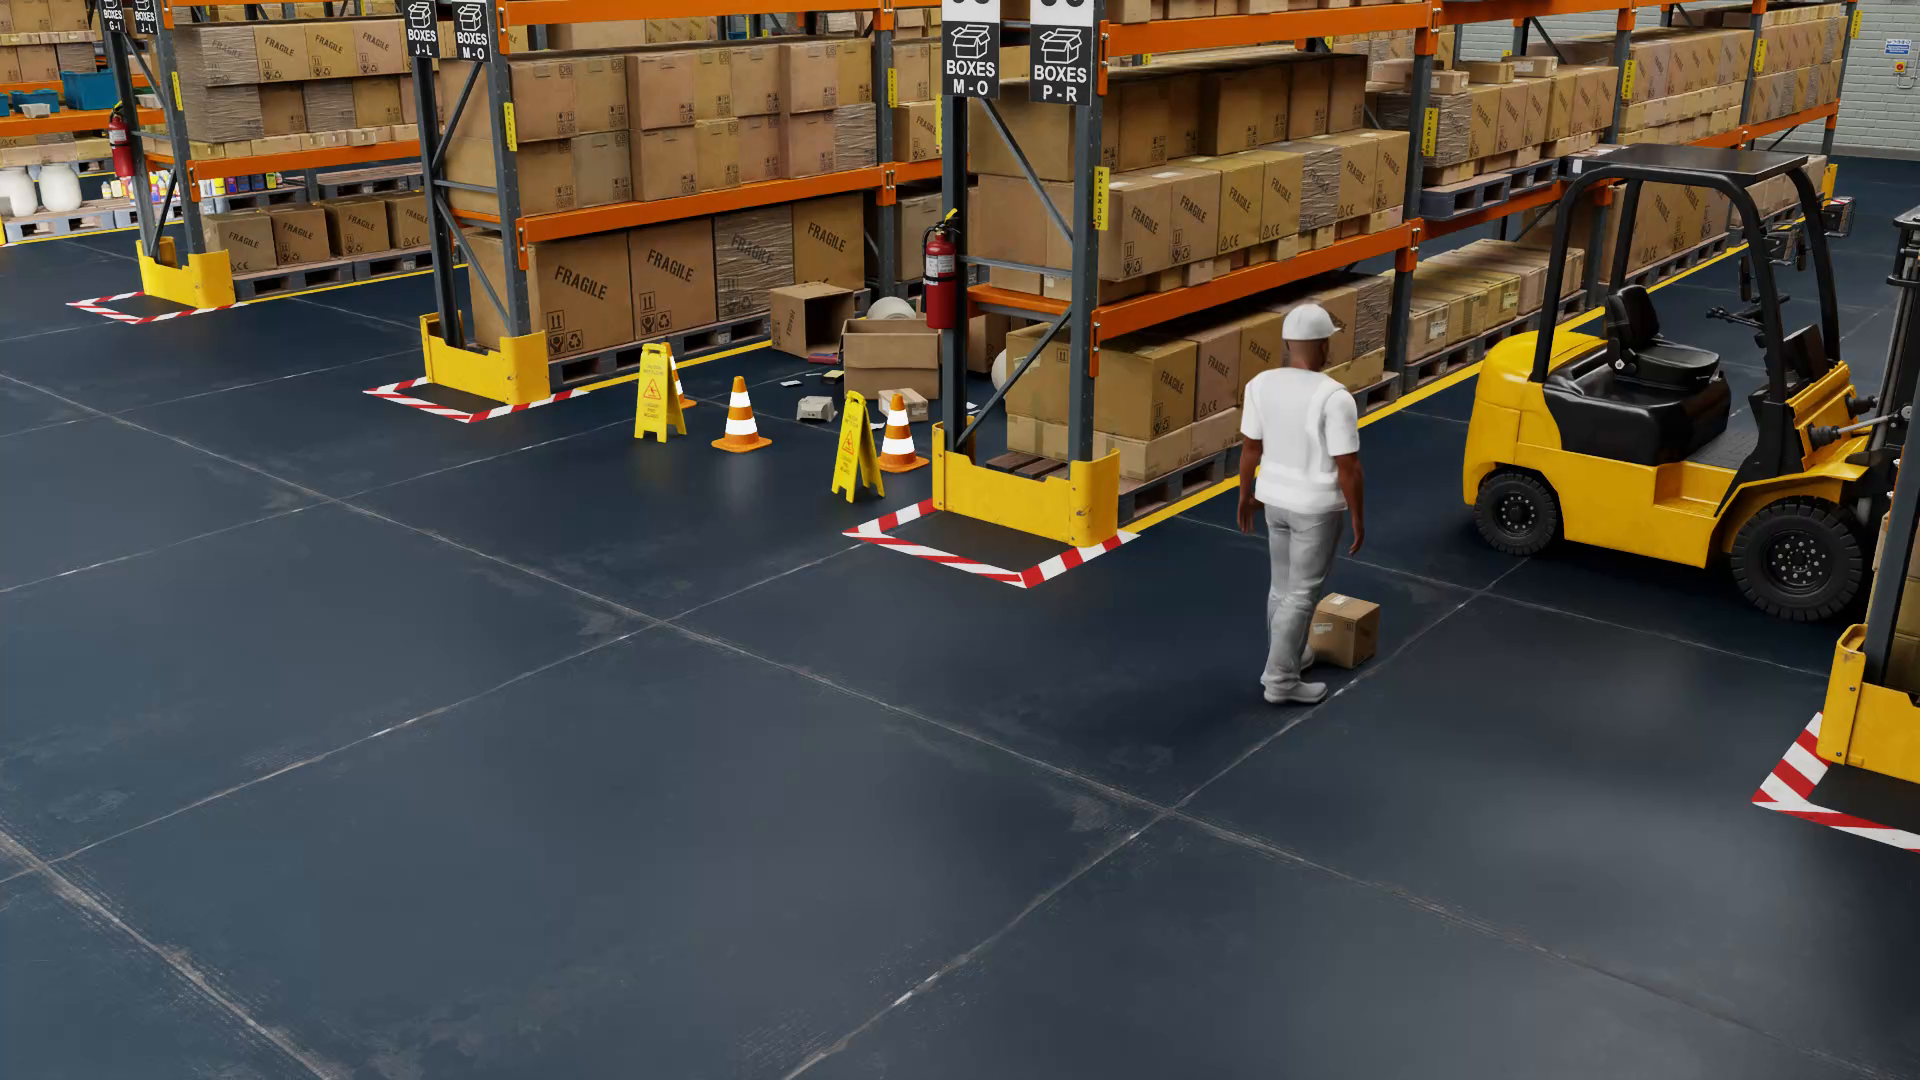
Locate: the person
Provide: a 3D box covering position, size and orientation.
[{"bbox_3d":[1.535,-0.161,7.315,0.548,1.775,0.600,-16,25,-37],"label":"person"}]
